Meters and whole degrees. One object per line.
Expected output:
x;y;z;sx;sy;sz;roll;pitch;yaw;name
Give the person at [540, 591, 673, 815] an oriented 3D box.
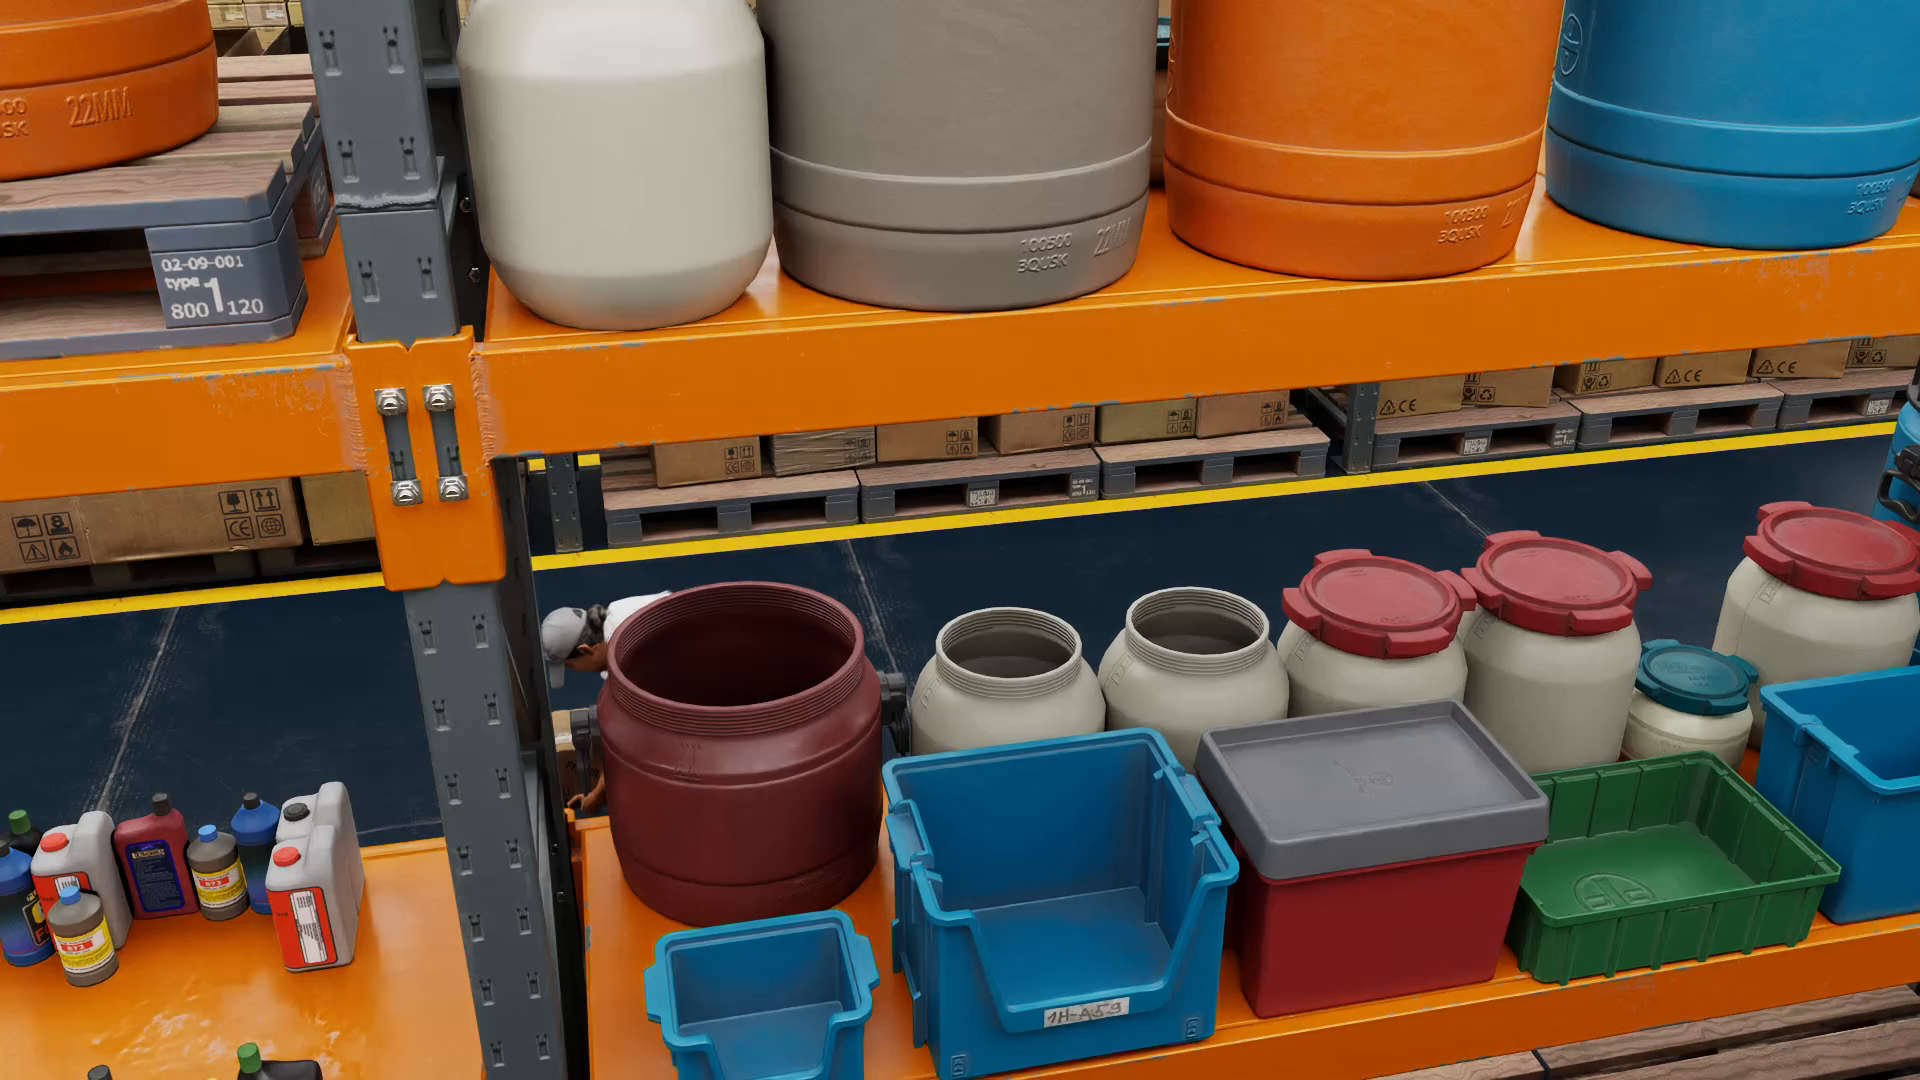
-0.952;0.601;5.737;0.921;0.942;0.514;-7;28;-14;person
